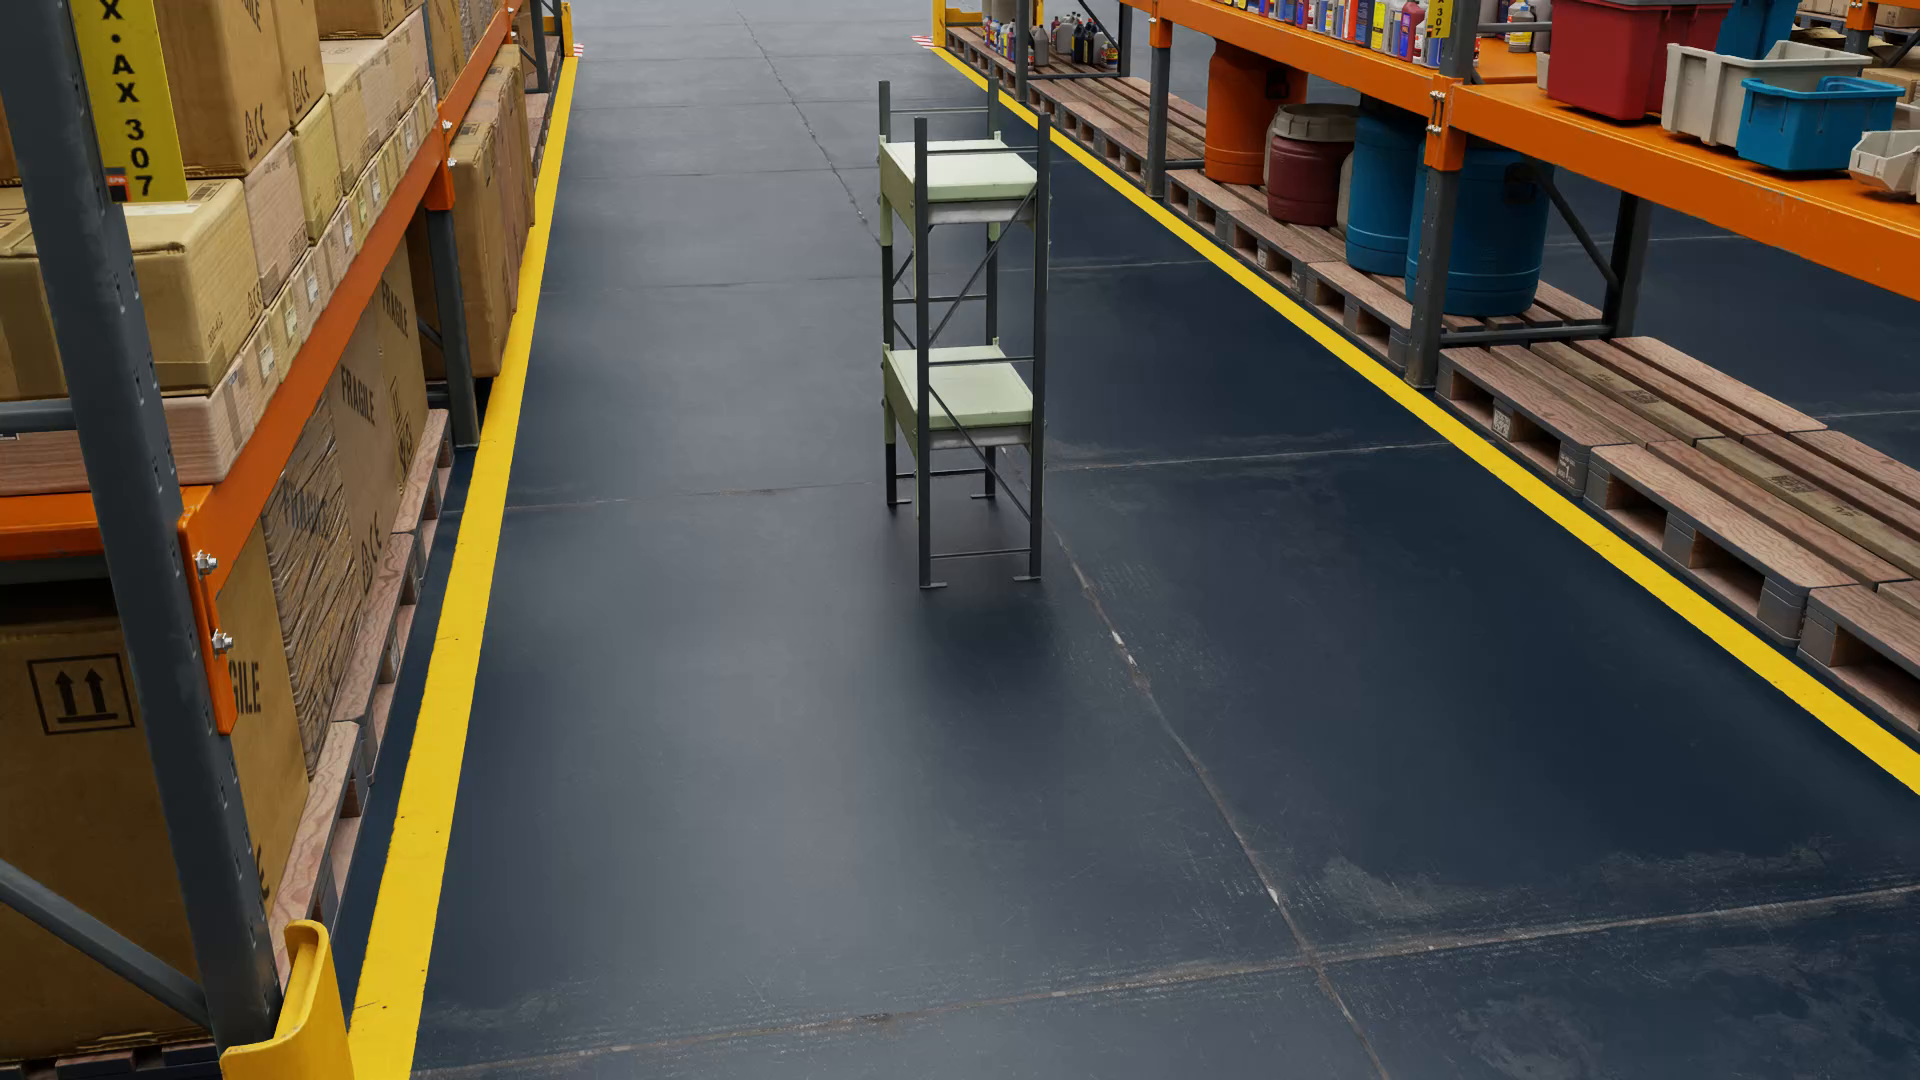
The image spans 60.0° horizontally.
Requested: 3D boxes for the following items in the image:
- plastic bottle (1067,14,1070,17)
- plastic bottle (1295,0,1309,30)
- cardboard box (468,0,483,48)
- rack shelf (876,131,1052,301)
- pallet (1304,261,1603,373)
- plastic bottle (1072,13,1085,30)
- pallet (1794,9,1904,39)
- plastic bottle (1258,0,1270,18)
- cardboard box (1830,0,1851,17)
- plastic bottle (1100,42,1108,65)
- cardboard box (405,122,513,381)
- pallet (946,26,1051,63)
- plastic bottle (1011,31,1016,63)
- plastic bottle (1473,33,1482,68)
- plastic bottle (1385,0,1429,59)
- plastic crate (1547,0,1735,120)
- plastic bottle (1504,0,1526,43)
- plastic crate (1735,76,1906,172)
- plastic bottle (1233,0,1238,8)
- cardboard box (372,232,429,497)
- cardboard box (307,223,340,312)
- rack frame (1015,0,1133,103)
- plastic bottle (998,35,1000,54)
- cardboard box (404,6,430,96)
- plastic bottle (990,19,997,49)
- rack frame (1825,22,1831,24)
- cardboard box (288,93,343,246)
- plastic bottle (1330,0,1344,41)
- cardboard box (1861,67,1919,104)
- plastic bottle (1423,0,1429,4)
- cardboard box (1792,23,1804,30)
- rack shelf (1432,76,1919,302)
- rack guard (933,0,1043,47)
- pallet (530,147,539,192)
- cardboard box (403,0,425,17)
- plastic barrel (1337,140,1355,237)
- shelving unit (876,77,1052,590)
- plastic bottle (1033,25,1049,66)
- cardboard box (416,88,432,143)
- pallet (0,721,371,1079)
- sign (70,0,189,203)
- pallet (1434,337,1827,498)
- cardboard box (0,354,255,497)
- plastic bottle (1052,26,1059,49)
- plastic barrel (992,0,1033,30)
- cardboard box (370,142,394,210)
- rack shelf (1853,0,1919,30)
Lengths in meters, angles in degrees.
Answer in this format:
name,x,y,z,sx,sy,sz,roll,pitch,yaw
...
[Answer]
name,x,y,z,sx,sy,sz,roll,pitch,yaw
plastic bottle,1.053,-5.027,16.357,0.061,0.283,0.133,-4,24,-8
plastic bottle,1.756,-2.736,8.414,0.061,0.283,0.133,-4,24,-10
cardboard box,-2.531,-2.561,7.741,0.500,0.500,0.500,-4,24,-9
rack shelf,-0.001,-1.048,5.300,0.431,0.370,0.720,-4,24,-10
pallet,2.361,-1.114,8.036,1.003,0.211,1.213,-4,24,-10
plastic bottle,1.128,-4.809,15.773,0.144,0.351,0.185,-4,24,-10
pallet,10.109,-5.908,19.014,1.003,0.211,1.213,-4,24,-10
plastic bottle,1.654,-2.953,8.909,0.061,0.283,0.133,-4,24,-10
cardboard box,10.125,-6.005,18.561,0.500,0.311,0.500,-2,24,-5
plastic bottle,1.317,-4.389,14.997,0.097,0.201,0.097,0,24,0
cardboard box,-2.543,-1.187,6.851,1.225,0.875,0.875,-4,24,-10
pallet,0.449,-5.181,17.348,1.003,0.211,1.213,-4,24,-10
plastic bottle,0.545,-4.527,15.127,0.144,0.351,0.185,-6,24,-12
plastic bottle,2.191,-2.142,7.154,0.097,0.201,0.097,0,24,0
plastic bottle,2.004,-2.303,7.430,0.152,0.276,0.135,-4,24,-10
plastic crate,2.381,-1.772,5.905,0.402,0.464,0.583,-4,24,-10
plastic bottle,2.653,-2.472,7.911,0.097,0.201,0.097,0,24,0
plastic crate,2.570,-1.251,5.001,0.416,0.233,0.300,-4,24,-10
plastic bottle,1.590,-3.091,9.328,0.097,0.201,0.097,0,24,0
cardboard box,-2.362,-0.672,5.670,0.875,0.875,0.875,-4,24,-10
cardboard box,-1.599,-0.598,3.685,0.380,0.149,0.250,-5,24,-11
rack frame,0.983,-5.232,13.981,1.000,3.000,0.127,-4,24,-10
plastic bottle,0.411,-4.694,15.697,0.097,0.201,0.097,0,24,0
cardboard box,-2.066,-1.632,5.554,0.500,0.250,0.500,-5,24,-11
plastic bottle,0.336,-4.885,16.047,0.097,0.271,0.097,0,24,0
rack frame,9.980,-7.538,19.262,1.000,3.000,0.127,-4,24,-10
cardboard box,-1.681,-0.823,3.703,0.500,0.250,0.500,-5,24,-12
plastic bottle,1.886,-2.554,8.006,0.152,0.276,0.135,-4,24,-10
cardboard box,6.395,-2.879,11.168,0.500,0.500,0.500,-3,24,-7
plastic bottle,2.113,-2.410,7.583,0.144,0.351,0.185,-4,24,-10
cardboard box,6.490,-4.050,13.484,0.500,0.311,0.500,-5,24,-10
rack shelf,2.832,-0.969,5.119,1.077,0.370,4.000,-4,24,-10
rack guard,0.304,-5.633,18.023,1.175,0.500,0.348,-4,24,-10
pallet,-3.288,-2.321,10.801,1.003,0.211,1.213,-4,24,-10
cardboard box,-2.057,-1.969,5.389,0.500,0.500,0.500,-4,24,-8
plastic barrel,2.231,-1.860,8.844,0.421,0.512,0.421,0,24,0
shelving unit,-0.001,-0.690,5.456,0.431,1.500,0.755,-4,24,-10
plastic bottle,0.722,-4.462,14.979,0.144,0.351,0.185,-4,24,-10
cardboard box,-1.979,-1.406,5.536,0.380,0.149,0.250,-4,24,-9
pallet,-1.890,0.824,3.599,1.003,0.211,1.213,-4,24,-10
sign,-1.119,-0.617,2.234,0.100,0.325,0.005,-4,24,-10
pallet,2.637,-0.521,6.679,1.003,0.211,1.213,-4,24,-10
cardboard box,-1.407,-0.194,2.760,0.380,0.149,0.250,-4,24,-9
plastic bottle,0.940,-4.862,16.081,0.097,0.201,0.097,0,24,0
plastic barrel,0.533,-5.407,16.966,0.421,0.512,0.421,0,24,0
cardboard box,-1.789,-1.002,4.611,0.380,0.149,0.250,-5,24,-11
rack shelf,6.961,-2.907,9.557,1.077,0.370,4.000,-4,24,-10
